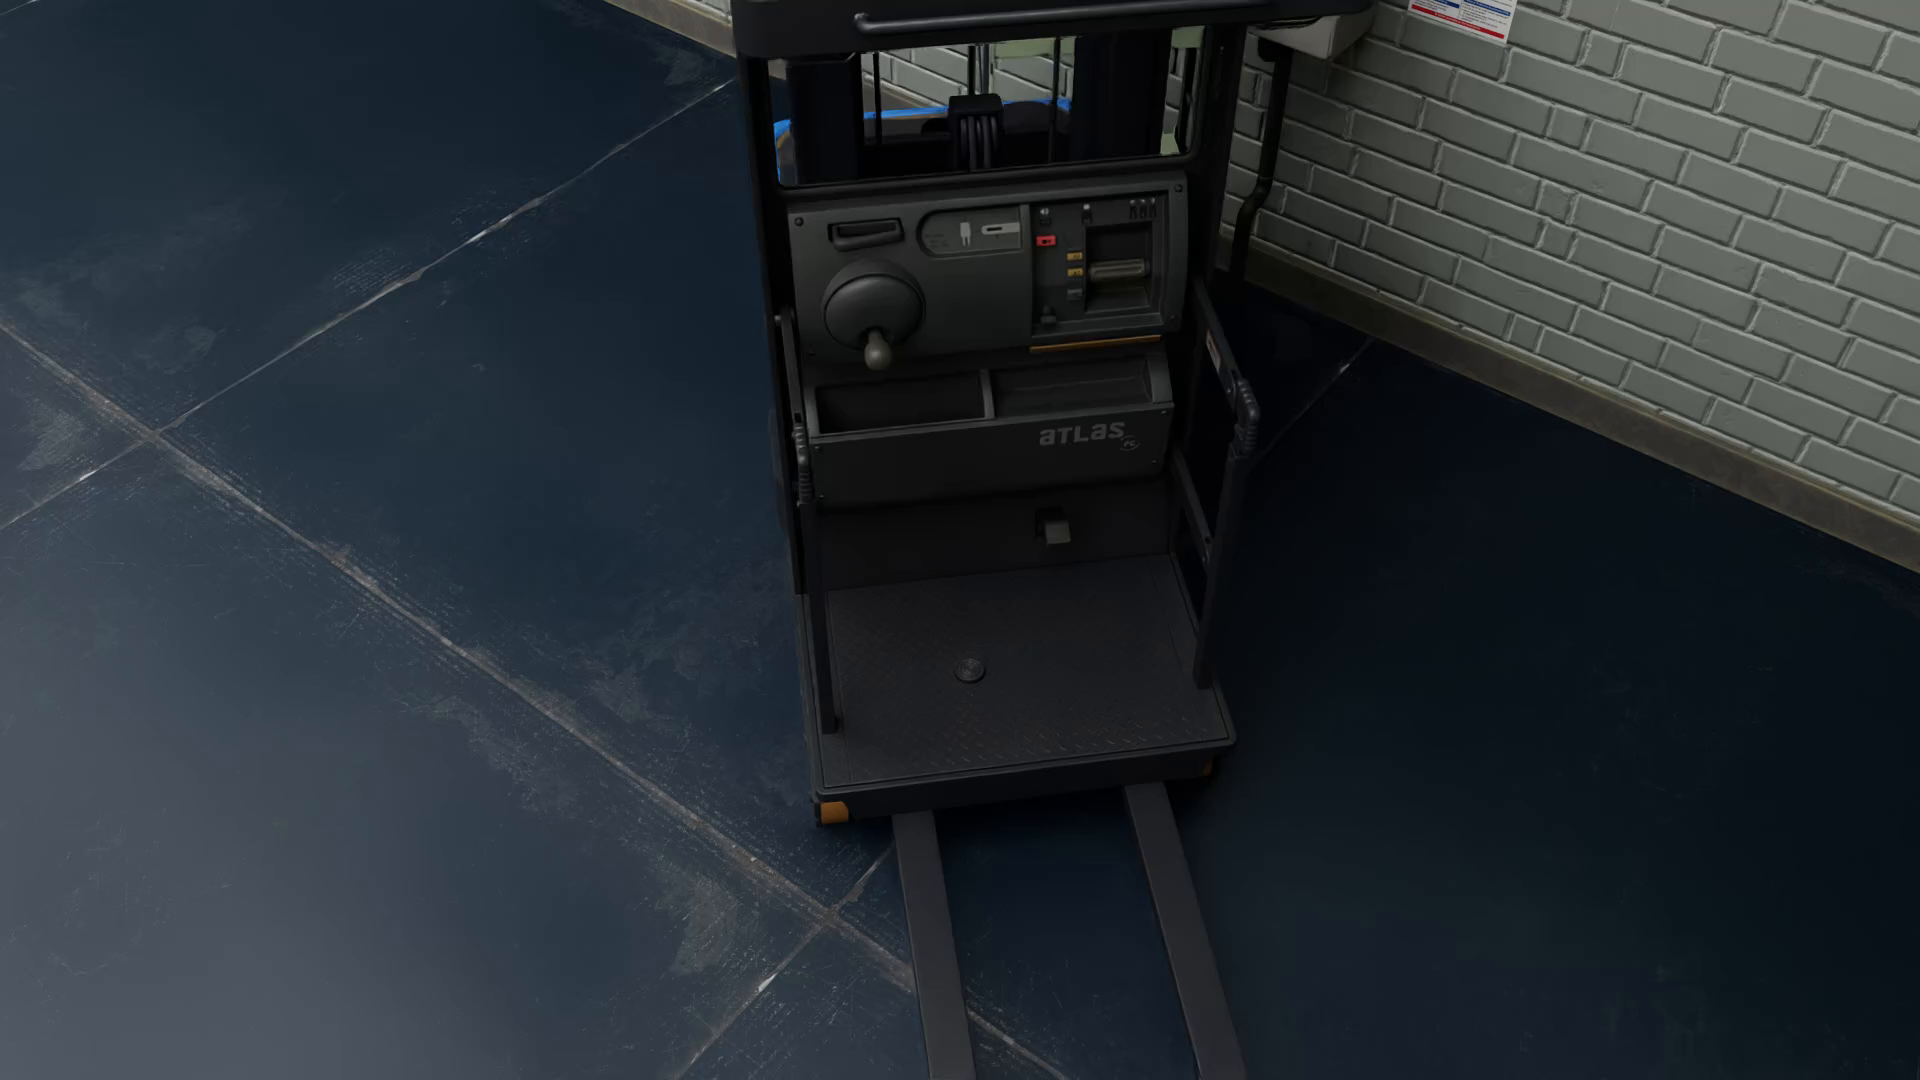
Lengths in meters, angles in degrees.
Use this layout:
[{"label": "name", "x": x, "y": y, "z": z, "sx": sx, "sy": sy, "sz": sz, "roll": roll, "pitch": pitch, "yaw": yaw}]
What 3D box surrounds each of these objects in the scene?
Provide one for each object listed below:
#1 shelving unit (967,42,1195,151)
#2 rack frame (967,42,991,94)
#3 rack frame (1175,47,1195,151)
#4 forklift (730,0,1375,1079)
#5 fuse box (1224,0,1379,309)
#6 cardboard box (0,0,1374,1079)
[{"label": "shelving unit", "x": 0.420, "y": -1.360, "z": 5.481, "sx": 0.755, "sy": 1.500, "sz": 0.400, "roll": -4, "pitch": 46, "yaw": -5}, {"label": "rack frame", "x": 0.056, "y": -1.332, "z": 5.451, "sx": 0.023, "sy": 1.500, "sz": 0.400, "roll": -4, "pitch": 46, "yaw": -5}, {"label": "rack frame", "x": 0.784, "y": -1.388, "z": 5.511, "sx": 0.023, "sy": 1.500, "sz": 0.400, "roll": -4, "pitch": 46, "yaw": -5}, {"label": "forklift", "x": 0.107, "y": -0.462, "z": 3.725, "sx": 1.107, "sy": 2.843, "sz": 2.937, "roll": -6, "pitch": 47, "yaw": -6}, {"label": "fuse box", "x": 0.998, "y": -1.426, "z": 5.429, "sx": 0.539, "sy": 1.711, "sz": 0.414, "roll": 29, "pitch": 53, "yaw": 25}, {"label": "cardboard box", "x": -4.927, "y": 1.261, "z": 2.974, "sx": 6.103, "sy": 1.550, "sz": 13.522, "roll": 28, "pitch": 53, "yaw": 24}]
